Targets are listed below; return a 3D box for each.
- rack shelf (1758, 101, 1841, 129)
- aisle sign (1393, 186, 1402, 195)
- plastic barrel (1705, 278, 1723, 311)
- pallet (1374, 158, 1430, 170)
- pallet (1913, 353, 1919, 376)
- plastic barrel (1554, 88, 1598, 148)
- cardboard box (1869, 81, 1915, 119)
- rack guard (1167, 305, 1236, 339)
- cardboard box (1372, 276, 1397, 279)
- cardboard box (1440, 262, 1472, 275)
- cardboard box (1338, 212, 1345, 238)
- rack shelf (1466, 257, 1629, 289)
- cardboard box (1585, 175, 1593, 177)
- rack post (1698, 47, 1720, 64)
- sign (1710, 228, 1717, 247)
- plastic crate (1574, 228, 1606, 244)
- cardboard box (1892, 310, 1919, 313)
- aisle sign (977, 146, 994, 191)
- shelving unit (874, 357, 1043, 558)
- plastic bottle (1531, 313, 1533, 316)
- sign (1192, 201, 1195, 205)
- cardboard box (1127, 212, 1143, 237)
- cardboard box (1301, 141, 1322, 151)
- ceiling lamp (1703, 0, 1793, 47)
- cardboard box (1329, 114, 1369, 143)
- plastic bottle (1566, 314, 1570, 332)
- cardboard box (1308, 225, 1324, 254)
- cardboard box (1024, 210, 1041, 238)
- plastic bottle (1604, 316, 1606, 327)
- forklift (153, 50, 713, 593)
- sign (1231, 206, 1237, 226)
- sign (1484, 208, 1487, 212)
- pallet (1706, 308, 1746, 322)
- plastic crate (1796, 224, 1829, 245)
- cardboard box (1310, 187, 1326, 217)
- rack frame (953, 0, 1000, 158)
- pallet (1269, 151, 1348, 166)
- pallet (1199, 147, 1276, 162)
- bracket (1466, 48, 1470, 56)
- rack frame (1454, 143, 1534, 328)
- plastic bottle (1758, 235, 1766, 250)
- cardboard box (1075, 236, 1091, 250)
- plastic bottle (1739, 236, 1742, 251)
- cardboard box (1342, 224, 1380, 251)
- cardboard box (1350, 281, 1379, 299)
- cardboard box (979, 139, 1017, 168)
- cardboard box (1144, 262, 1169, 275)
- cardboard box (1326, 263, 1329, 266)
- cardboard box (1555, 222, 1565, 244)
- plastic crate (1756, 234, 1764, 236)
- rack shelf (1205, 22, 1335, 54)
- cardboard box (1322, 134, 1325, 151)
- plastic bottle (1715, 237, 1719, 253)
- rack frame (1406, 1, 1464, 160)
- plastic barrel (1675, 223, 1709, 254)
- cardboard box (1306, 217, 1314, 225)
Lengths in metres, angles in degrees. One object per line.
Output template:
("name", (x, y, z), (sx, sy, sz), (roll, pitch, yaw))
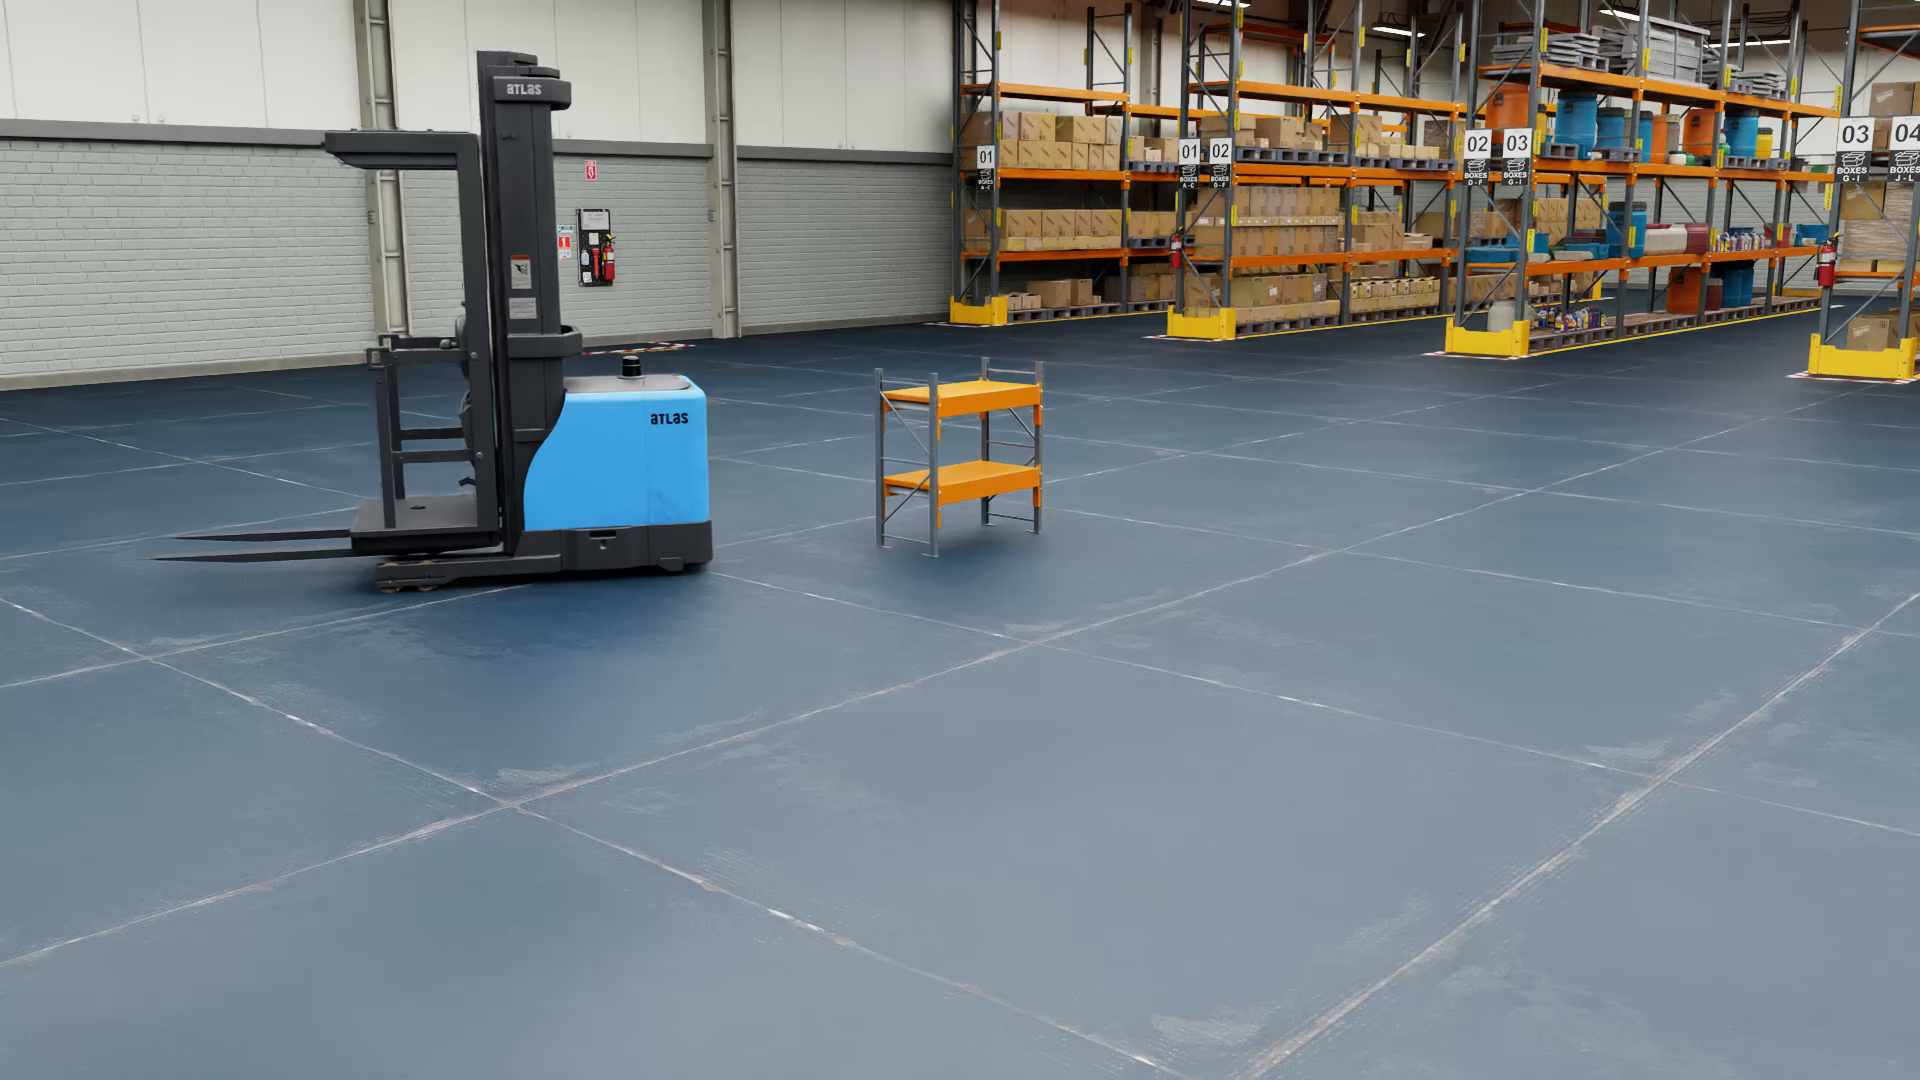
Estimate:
("rack shelf", (16.973, -8.660, 33.951), (1.077, 0.370, 4.000), (10, 15, 40))
("aisle sign", (11.124, -9.089, 41.920), (0.394, 0.787, 0.004), (10, 15, 40))
("plastic barrel", (14.068, -4.648, 31.408), (0.600, 0.588, 0.708), (10, 15, 40))
("pallet", (8.177, -7.127, 31.560), (1.003, 0.211, 1.213), (11, 16, 43))
("pallet", (12.065, -2.325, 21.815), (1.003, 0.211, 1.213), (10, 15, 40))
("plastic barrel", (9.634, -6.586, 26.015), (0.600, 0.901, 0.708), (10, 15, 40))
("cardboard box", (12.285, -5.738, 21.834), (0.500, 0.500, 0.500), (10, 15, 40))
("rack guard", (3.997, -3.619, 27.553), (1.175, 0.500, 0.348), (10, 15, 40))
("cardboard box", (8.387, -5.040, 32.804), (0.500, 0.311, 0.500), (9, 15, 39))
("cardboard box", (10.441, -5.711, 34.988), (0.500, 0.250, 0.500), (9, 15, 39))
("cardboard box", (8.581, -7.478, 39.729), (0.980, 0.700, 0.700), (10, 15, 41))
("rack shelf", (9.051, -4.149, 25.660), (1.077, 0.370, 4.000), (10, 15, 40))
("cardboard box", (14.095, -8.418, 37.922), (0.500, 0.250, 0.500), (10, 15, 40))
("rack post", (13.453, -8.706, 30.009), (0.624, 0.289, 0.986), (10, 15, 40))
("sign", (13.430, -5.394, 29.642), (0.100, 0.325, 0.005), (10, 15, 40))
("plastic crate", (10.461, -4.938, 27.611), (0.402, 0.464, 0.583), (10, 15, 40))
("cardboard box", (13.075, -2.895, 22.857), (0.500, 0.500, 0.500), (8, 14, 35))
("aisle sign", (0.467, -6.713, 30.028), (0.394, 0.787, 0.004), (10, 15, 40))
("shelving unit", (0.004, -0.553, 10.606), (0.538, 1.125, 1.048), (10, 15, 40))
("plastic bottle", (8.999, -3.530, 26.364), (0.144, 0.351, 0.185), (11, 15, 43))
("sign", (5.151, -7.304, 36.666), (0.100, 0.325, 0.005), (10, 15, 40))
("cardboard box", (3.291, -6.412, 33.776), (0.700, 0.500, 0.500), (10, 15, 41))
("cardboard box", (6.062, -6.846, 28.883), (0.380, 0.149, 0.250), (10, 15, 40))
("ceiling lamp", (18.223, -13.077, 38.307), (2.000, 3.185, 0.800), (10, 15, 40))
("cardboard box", (7.090, -7.493, 30.307), (0.500, 0.500, 0.500), (10, 15, 41))
("plastic bottle", (9.388, -3.362, 25.727), (0.097, 0.271, 0.097), (0, 11, 0))
("cardboard box", (6.022, -5.341, 29.539), (0.700, 0.500, 0.500), (10, 15, 40))
("cardboard box", (1.164, -5.895, 30.983), (0.500, 0.500, 0.500), (10, 15, 41))
("plastic bottle", (10.366, -3.545, 26.825), (0.097, 0.201, 0.097), (0, 11, 0))
("forklift", (-3.029, -1.258, 9.528), (3.031, 2.935, 1.130), (-3, 12, -15))
("sign", (4.426, -5.239, 26.869), (0.100, 0.325, 0.005), (10, 15, 40))
("sign", (11.521, -7.107, 36.426), (0.100, 0.325, 0.005), (10, 15, 40))
("pallet", (14.307, -4.317, 31.785), (1.003, 0.211, 1.213), (10, 15, 40))
("plastic crate", (18.212, -6.534, 35.525), (0.616, 0.435, 0.499), (10, 15, 40))
("cardboard box", (6.032, -5.981, 29.431), (0.700, 0.500, 0.500), (10, 15, 40))
("rack frame", (0.289, -8.430, 29.942), (1.000, 3.000, 0.127), (10, 15, 40))
("pallet", (6.110, -6.735, 29.342), (1.003, 0.211, 1.213), (10, 15, 40))
("pallet", (4.499, -6.376, 27.544), (1.003, 0.211, 1.213), (10, 15, 40))
("bracket", (14.089, -13.422, 45.746), (0.235, 0.232, 0.430), (10, 15, 40))
("rack frame", (7.731, -4.207, 24.116), (1.000, 3.000, 0.127), (10, 15, 40))
("plastic bottle", (15.635, -5.812, 32.468), (0.152, 0.276, 0.135), (10, 15, 40))
("cardboard box", (2.189, -5.756, 32.201), (0.500, 0.250, 0.500), (10, 15, 40))
("plastic bottle", (14.701, -5.594, 31.357), (0.061, 0.283, 0.133), (10, 15, 40))
("cardboard box", (7.520, -5.674, 31.205), (0.500, 0.500, 0.500), (-11, 16, -43))
("cardboard box", (7.448, -4.671, 30.954), (0.500, 0.311, 0.500), (10, 15, 40))
("cardboard box", (0.698, -7.035, 30.308), (0.500, 0.500, 0.500), (10, 15, 42))
("cardboard box", (4.032, -5.687, 34.869), (0.500, 0.250, 0.500), (9, 15, 39))
("cardboard box", (9.056, -6.769, 40.599), (0.380, 0.149, 0.250), (9, 15, 39))
("cardboard box", (13.143, -6.851, 37.101), (0.500, 0.500, 0.500), (10, 15, 40))
("plastic crate", (16.815, -6.277, 34.753), (0.416, 0.233, 0.300), (10, 15, 40))
("rack shelf", (6.890, -11.178, 37.053), (1.077, 0.370, 4.000), (10, 15, 40))
("cardboard box", (8.892, -9.342, 39.309), (0.500, 0.500, 0.500), (10, 15, 40))
("plastic bottle", (13.792, -5.391, 30.343), (0.061, 0.283, 0.133), (10, 15, 40))
("rack frame", (9.294, -8.967, 32.631), (1.000, 3.000, 0.127), (10, 15, 40))
("plastic barrel", (12.933, -5.343, 29.458), (0.600, 0.536, 0.708), (10, 15, 40))
("cardboard box", (5.962, -5.586, 29.111), (0.380, 0.149, 0.250), (10, 15, 40))
